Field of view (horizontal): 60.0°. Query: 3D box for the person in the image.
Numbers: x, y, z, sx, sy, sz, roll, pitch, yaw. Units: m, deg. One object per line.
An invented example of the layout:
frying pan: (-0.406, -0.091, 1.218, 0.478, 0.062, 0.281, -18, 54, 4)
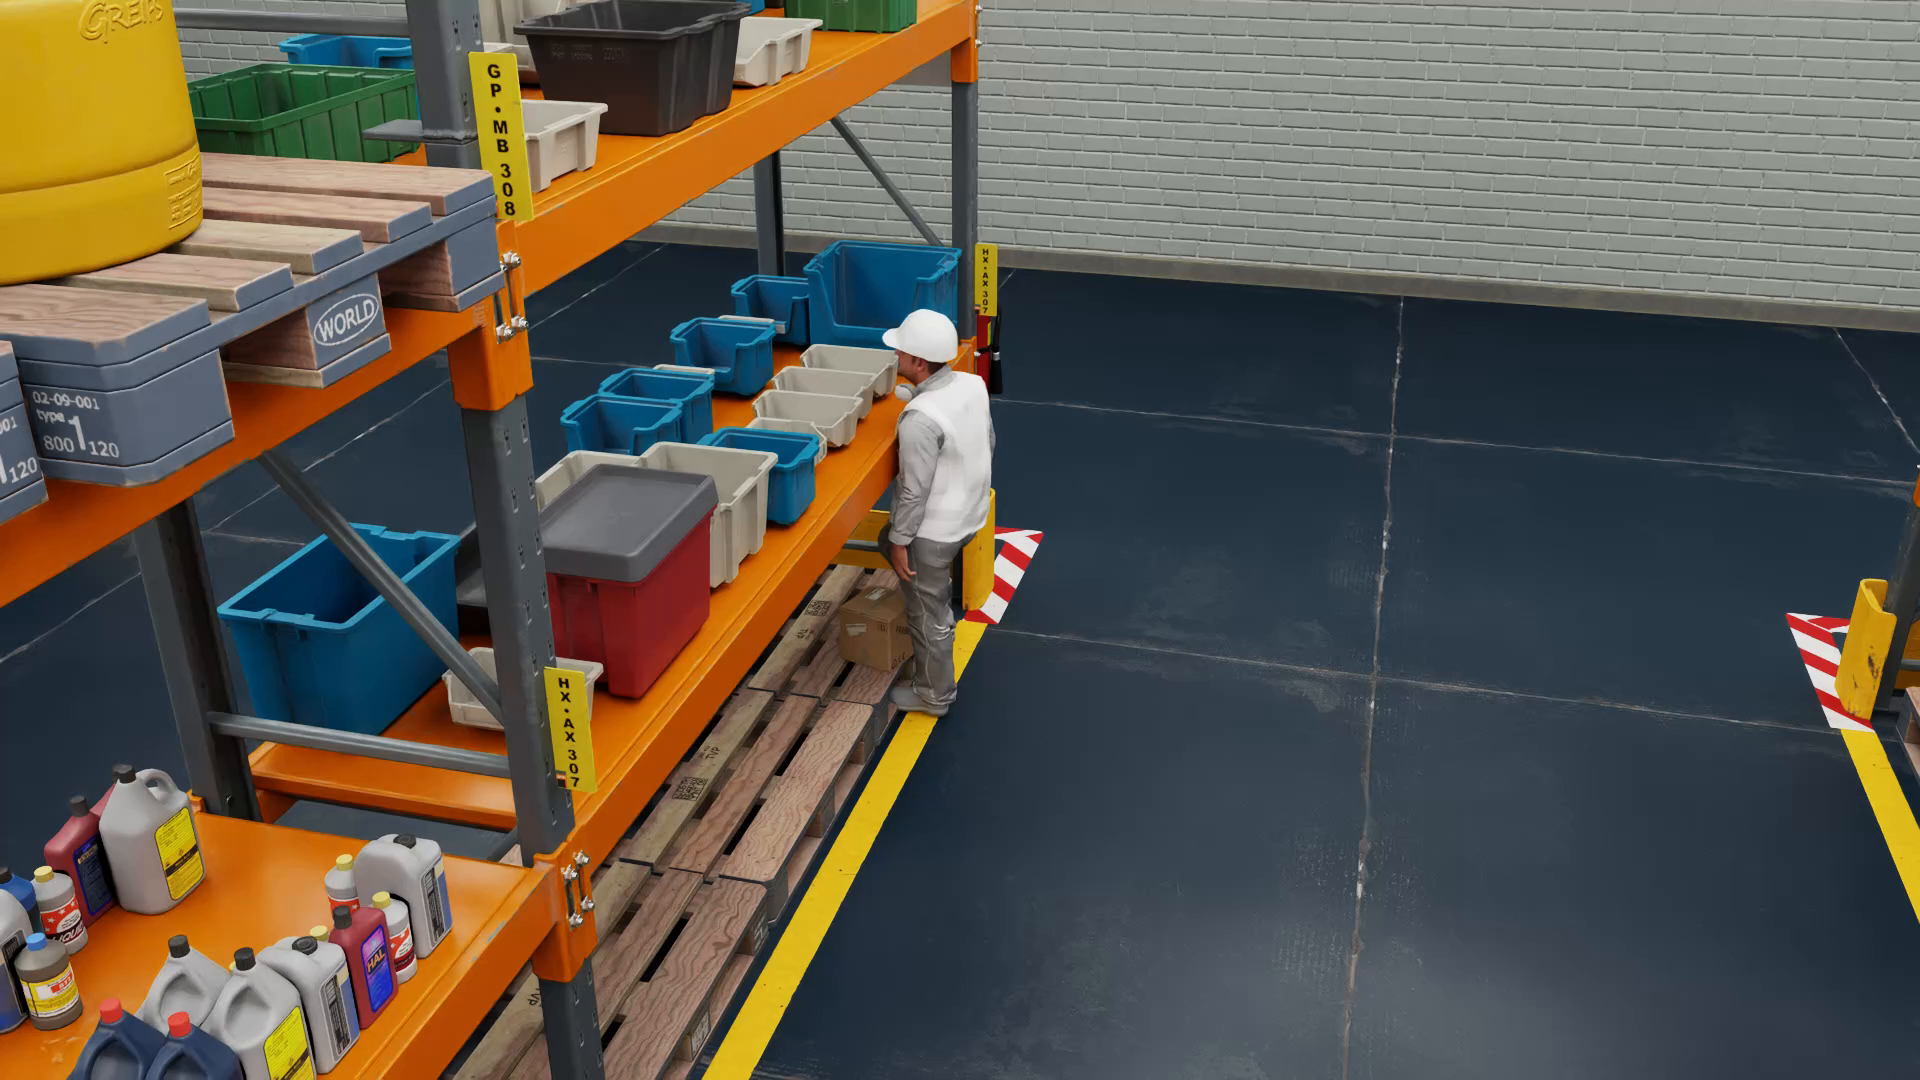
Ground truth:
person: (-0.172, -0.106, 6.778, 0.614, 1.774, 0.634, 15, 29, 28)
